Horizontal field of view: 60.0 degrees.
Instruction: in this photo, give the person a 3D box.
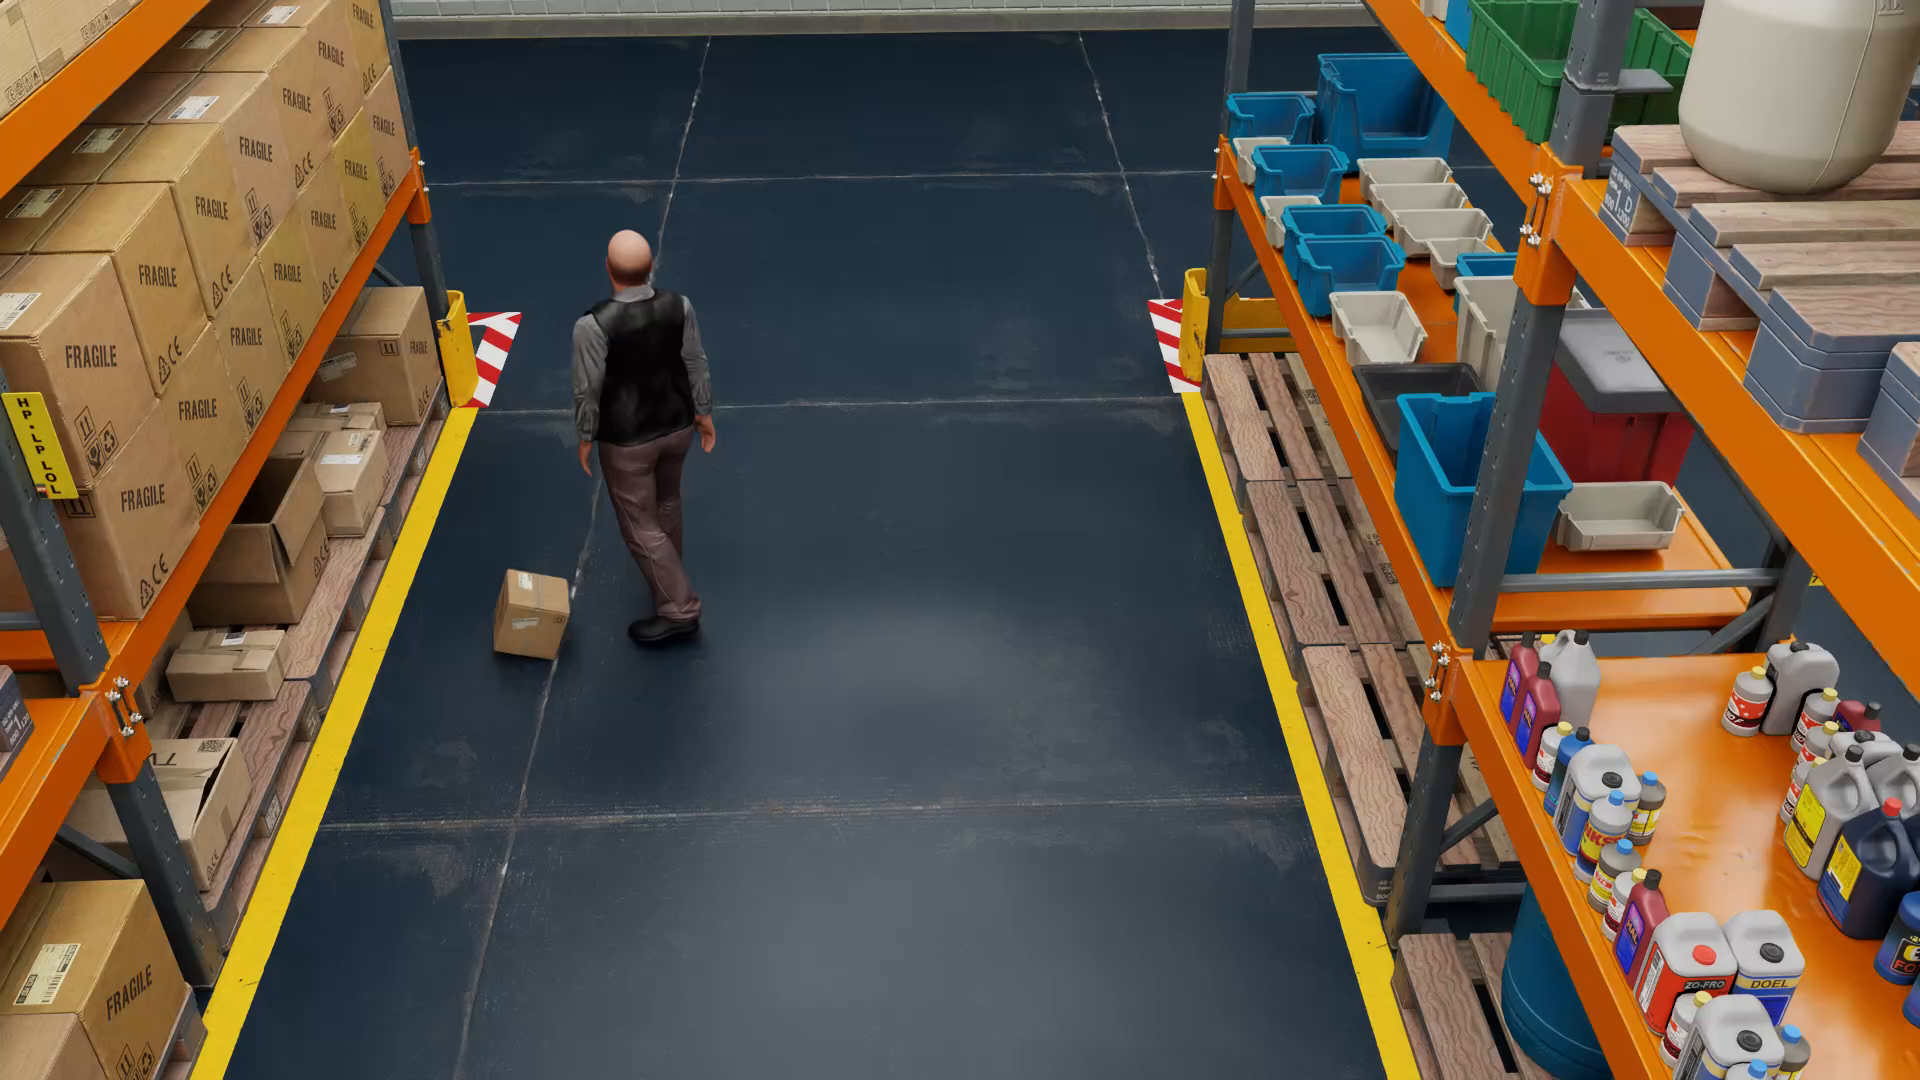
[{"bbox_3d":[-1.251,-0.417,6.768,0.584,1.710,0.590,-26,42,-32],"label":"person"}]
